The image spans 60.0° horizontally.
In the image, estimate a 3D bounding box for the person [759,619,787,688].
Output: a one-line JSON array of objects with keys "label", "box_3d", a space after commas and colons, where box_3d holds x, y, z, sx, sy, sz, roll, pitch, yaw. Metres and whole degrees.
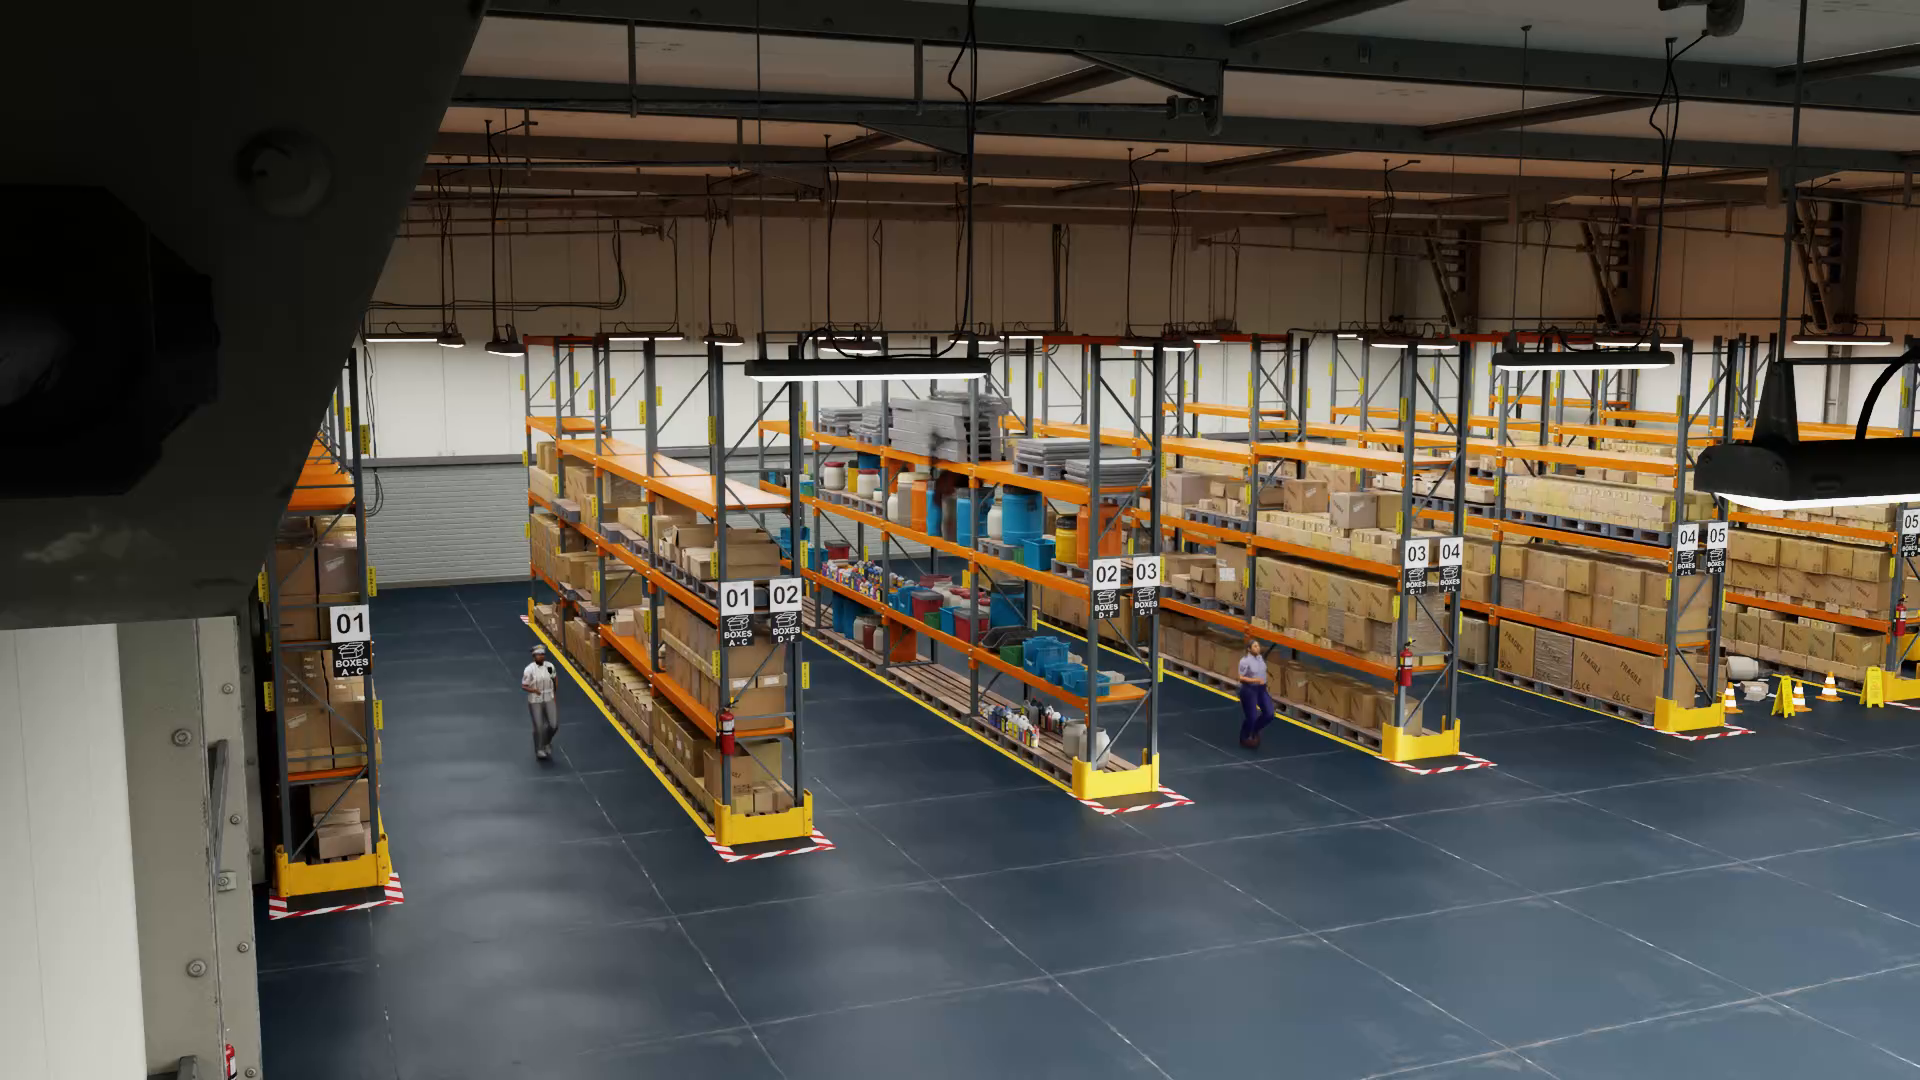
[{"label": "person", "box_3d": [-3.192, 1.692, 28.716, 0.575, 1.645, 0.914, -4, 8, -26]}]

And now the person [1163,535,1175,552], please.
[{"label": "person", "box_3d": [5.286, -0.012, 41.826, 0.678, 1.633, 0.622, -3, 8, -24]}]

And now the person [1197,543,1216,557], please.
[{"label": "person", "box_3d": [6.128, 0.028, 41.449, 0.556, 1.595, 0.594, 5, 9, 32]}]

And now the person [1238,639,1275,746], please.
[{"label": "person", "box_3d": [4.388, 2.270, 24.565, 0.591, 1.618, 0.576, -5, 9, -34]}]

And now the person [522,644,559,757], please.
[{"label": "person", "box_3d": [-5.991, 2.325, 23.928, 0.563, 1.663, 0.572, -4, 9, -30]}]
